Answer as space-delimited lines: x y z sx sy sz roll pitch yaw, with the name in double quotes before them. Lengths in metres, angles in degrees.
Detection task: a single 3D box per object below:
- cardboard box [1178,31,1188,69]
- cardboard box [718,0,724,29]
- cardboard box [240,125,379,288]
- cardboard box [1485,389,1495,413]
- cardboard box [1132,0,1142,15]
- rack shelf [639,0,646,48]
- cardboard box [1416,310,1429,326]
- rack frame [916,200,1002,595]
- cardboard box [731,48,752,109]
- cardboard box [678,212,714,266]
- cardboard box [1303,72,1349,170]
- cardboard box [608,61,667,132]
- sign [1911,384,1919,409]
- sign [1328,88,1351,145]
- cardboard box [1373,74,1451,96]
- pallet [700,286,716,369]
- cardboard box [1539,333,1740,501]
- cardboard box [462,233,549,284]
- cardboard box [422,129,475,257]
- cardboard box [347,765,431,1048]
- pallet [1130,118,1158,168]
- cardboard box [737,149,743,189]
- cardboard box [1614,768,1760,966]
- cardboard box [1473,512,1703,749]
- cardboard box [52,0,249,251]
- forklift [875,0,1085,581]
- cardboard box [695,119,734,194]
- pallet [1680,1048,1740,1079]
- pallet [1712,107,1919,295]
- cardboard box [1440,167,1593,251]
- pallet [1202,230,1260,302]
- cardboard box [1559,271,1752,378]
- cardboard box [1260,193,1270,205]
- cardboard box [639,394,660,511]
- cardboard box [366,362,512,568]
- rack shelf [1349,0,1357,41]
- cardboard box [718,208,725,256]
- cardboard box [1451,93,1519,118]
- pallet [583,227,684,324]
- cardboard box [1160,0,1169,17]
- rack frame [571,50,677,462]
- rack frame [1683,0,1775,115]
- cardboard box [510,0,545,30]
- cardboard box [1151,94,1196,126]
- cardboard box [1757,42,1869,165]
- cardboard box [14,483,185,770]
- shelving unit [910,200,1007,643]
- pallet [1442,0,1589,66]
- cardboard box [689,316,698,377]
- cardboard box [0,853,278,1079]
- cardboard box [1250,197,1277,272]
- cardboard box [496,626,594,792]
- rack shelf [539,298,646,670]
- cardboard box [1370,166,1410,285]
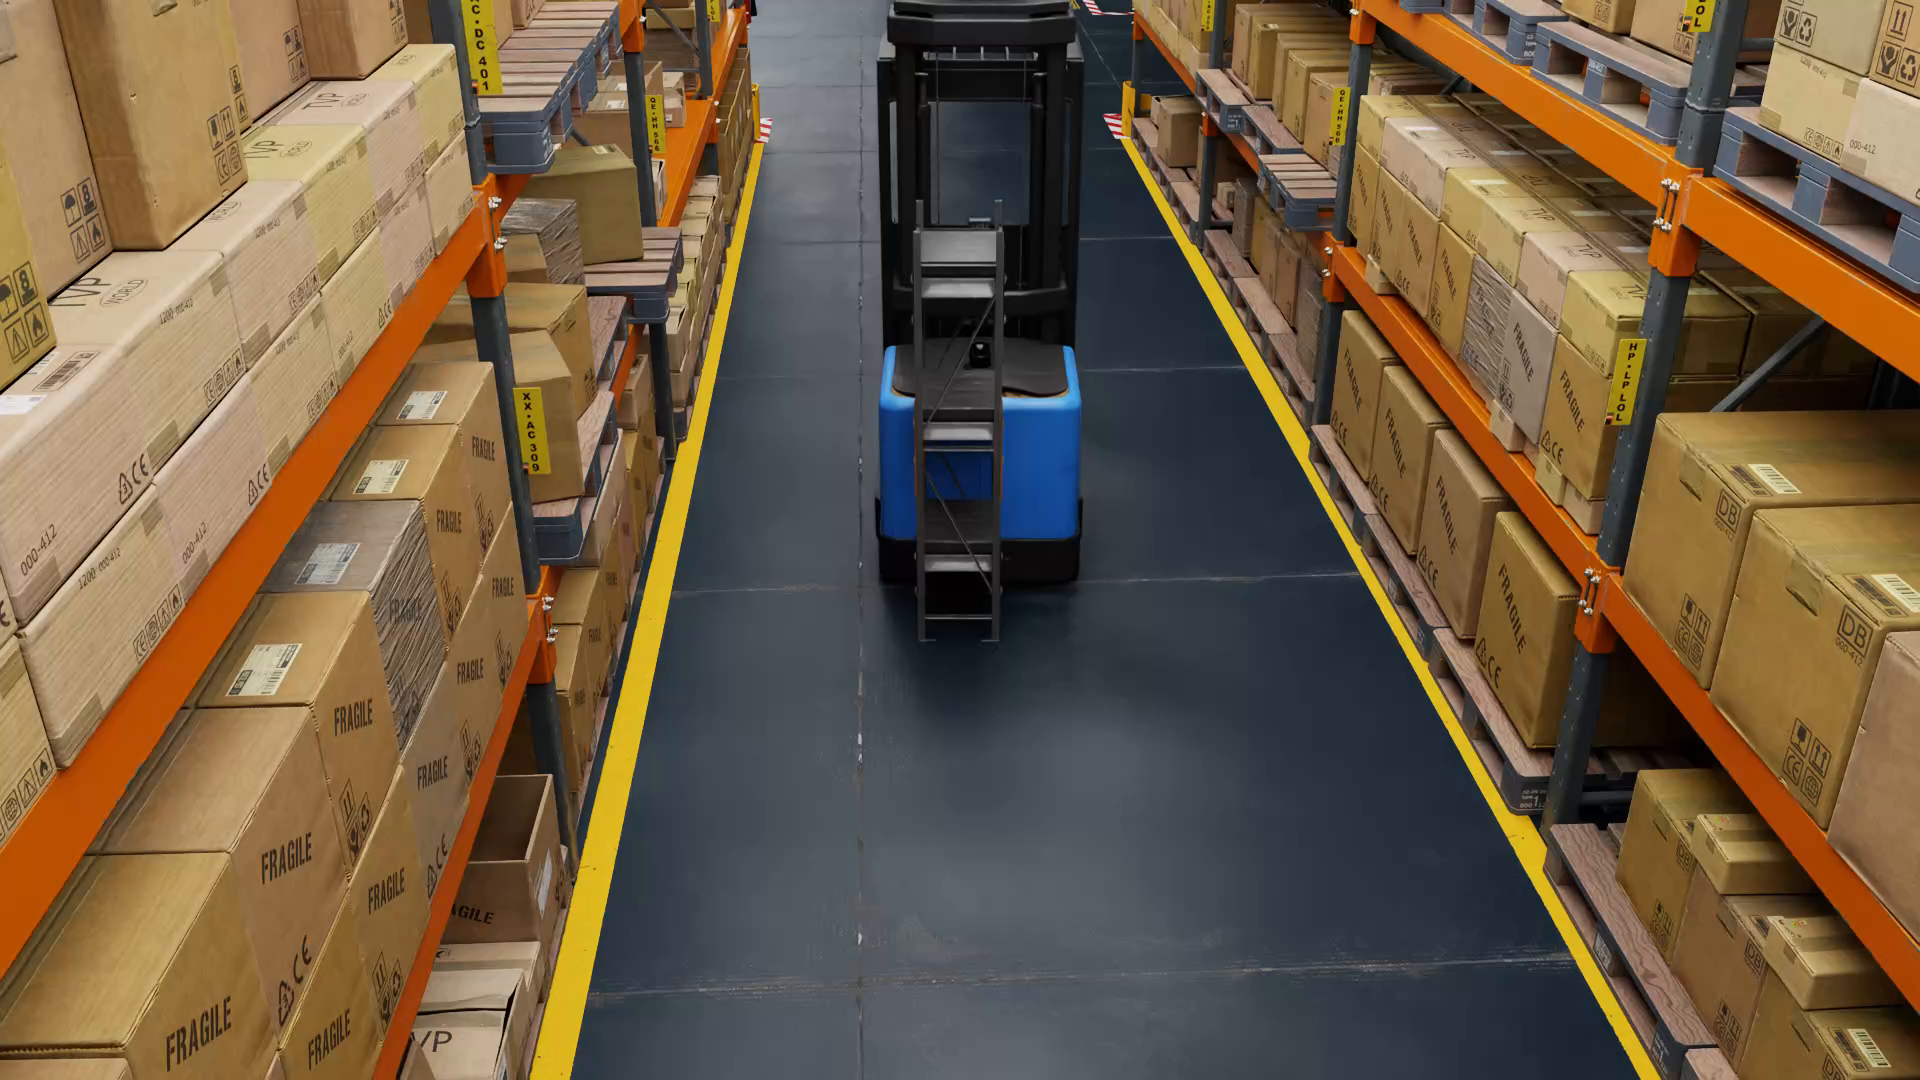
"cardboard box" 2.148 -4.178 14.157 0.500 0.250 0.500 -1 28 -2
"cardboard box" -2.619 -5.105 15.687 0.700 0.500 0.500 -1 28 -1
"cardboard box" -1.693 -0.783 3.885 0.500 0.250 0.500 -1 28 -3
"cardboard box" 2.586 -0.617 7.440 0.380 0.149 0.250 -1 28 -3
"cardboard box" 1.993 -5.350 16.405 0.500 0.250 0.500 -2 28 -4
"rack shelf" -2.349 -3.760 10.749 1.077 0.370 4.000 -1 28 -3
"cardboard box" 2.580 -1.212 8.580 0.380 0.149 0.250 -1 28 -2
"rack frame" -0.004 -0.649 8.223 0.400 2.100 0.015 0 28 0
"cardboard box" -2.337 -4.578 16.493 0.500 0.500 0.500 -1 28 -3
"cardboard box" -2.089 -2.237 12.208 0.500 0.311 0.500 -1 28 -3
"cardboard box" 2.611 -2.660 10.522 0.700 0.500 0.500 -4 28 -7
"cardboard box" -2.402 -3.118 11.877 0.500 0.500 0.500 1 28 1
"sign" 3.465 -0.532 6.005 0.100 0.325 0.005 -1 28 -3
"sign" 2.161 -2.407 9.455 0.100 0.325 0.005 -1 28 -3
"cardboard box" 2.654 -2.632 9.767 0.380 0.149 0.250 -5 28 -9
"pallet" -2.309 -1.532 11.958 1.003 0.211 1.213 -1 28 -3
"cardboard box" 2.635 -0.491 6.497 0.500 0.500 0.500 -2 28 -3
"cardboard box" -2.190 -1.023 7.405 0.700 0.500 0.500 -8 29 -16
"cardboard box" -1.745 -1.023 4.886 0.500 0.250 0.500 -1 28 -3
"cardboard box" -1.667 0.913 4.148 0.500 0.500 0.500 -1 28 -2
"pallet" 2.295 -3.993 16.678 1.003 0.211 1.213 -1 28 -3
"cardboard box" -2.217 -3.323 14.896 0.500 0.250 0.500 -1 28 -3
"cardboard box" 2.848 1.171 6.010 0.700 0.500 0.500 -1 28 -2
"cardboard box" 2.747 0.371 7.166 0.750 0.750 0.750 -1 28 -2
"cardboard box" -1.877 -0.879 3.259 0.700 0.500 0.500 -1 28 -3
"forklift" 0.108 -1.724 9.387 1.130 2.935 3.031 0 28 0
"cardboard box" -2.165 -3.193 13.837 0.500 0.500 0.500 -1 28 -3
"pallet" 2.939 2.055 5.081 1.003 0.211 1.213 -1 28 -3
"pallet" 2.943 -1.012 4.798 1.003 0.211 1.213 -1 28 -3
"cardboard box" 2.560 -1.533 7.684 0.500 0.250 0.500 -2 28 -4
"pallet" 2.535 -2.198 13.235 1.003 0.211 1.213 -1 28 -3
"cardboard box" 2.631 -0.826 6.328 0.500 0.250 0.500 -1 28 -1
"cardboard box" 2.575 -2.670 12.542 0.500 0.250 0.500 -2 28 -4
"cardboard box" -1.961 -0.485 9.164 0.500 0.500 0.500 0 28 -1
"cardboard box" -1.751 -0.238 5.273 0.500 0.500 0.500 -1 28 -2
"rack shelf" 2.598 -3.881 10.981 1.077 0.370 4.000 -1 28 -3
"cardboard box" -2.142 -2.455 13.232 0.500 0.250 0.500 -2 28 -3
"cardboard box" 2.985 -2.261 9.078 0.500 0.250 0.500 -1 28 -1
"pallet" -2.139 -1.428 8.953 1.213 0.211 1.003 -1 28 -3
"cardboard box" 2.085 -4.983 14.889 0.500 0.500 0.500 -1 28 -1
"rack frame" -2.245 -1.825 9.505 1.000 3.000 0.127 -1 28 -3
"rack frame" 2.911 -2.759 4.809 1.000 3.000 0.127 -1 28 -3
"cardboard box" -2.061 -2.433 6.757 0.600 0.600 0.600 -2 28 -5
"cardboard box" 2.231 -4.322 16.725 0.500 0.311 0.500 -4 28 -8
"cardboard box" 2.684 -1.268 4.793 0.500 0.250 0.500 -1 28 -3
"cardboard box" -1.613 0.132 2.673 0.500 0.250 0.500 -1 28 -3
"shelving unit" -0.005 -0.536 8.007 0.431 2.100 0.503 0 28 0
"pallet" 2.850 -2.380 7.530 1.003 0.211 1.213 0 28 0
"cardboard box" -2.006 -1.273 10.966 0.500 0.250 0.500 -2 28 -4
"cardboard box" -1.622 0.929 3.035 0.500 0.500 0.500 -1 28 -2
"cardboard box" 2.625 -2.303 12.650 0.700 0.500 0.500 -2 28 -4
"cardboard box" -1.818 0.706 6.879 0.500 0.500 0.500 -3 28 -5
"rack shelf" -2.140 -0.582 7.901 1.077 0.370 4.000 -1 28 -3
"cardboard box" 2.490 -1.659 8.735 0.500 0.500 0.500 0 28 -1
